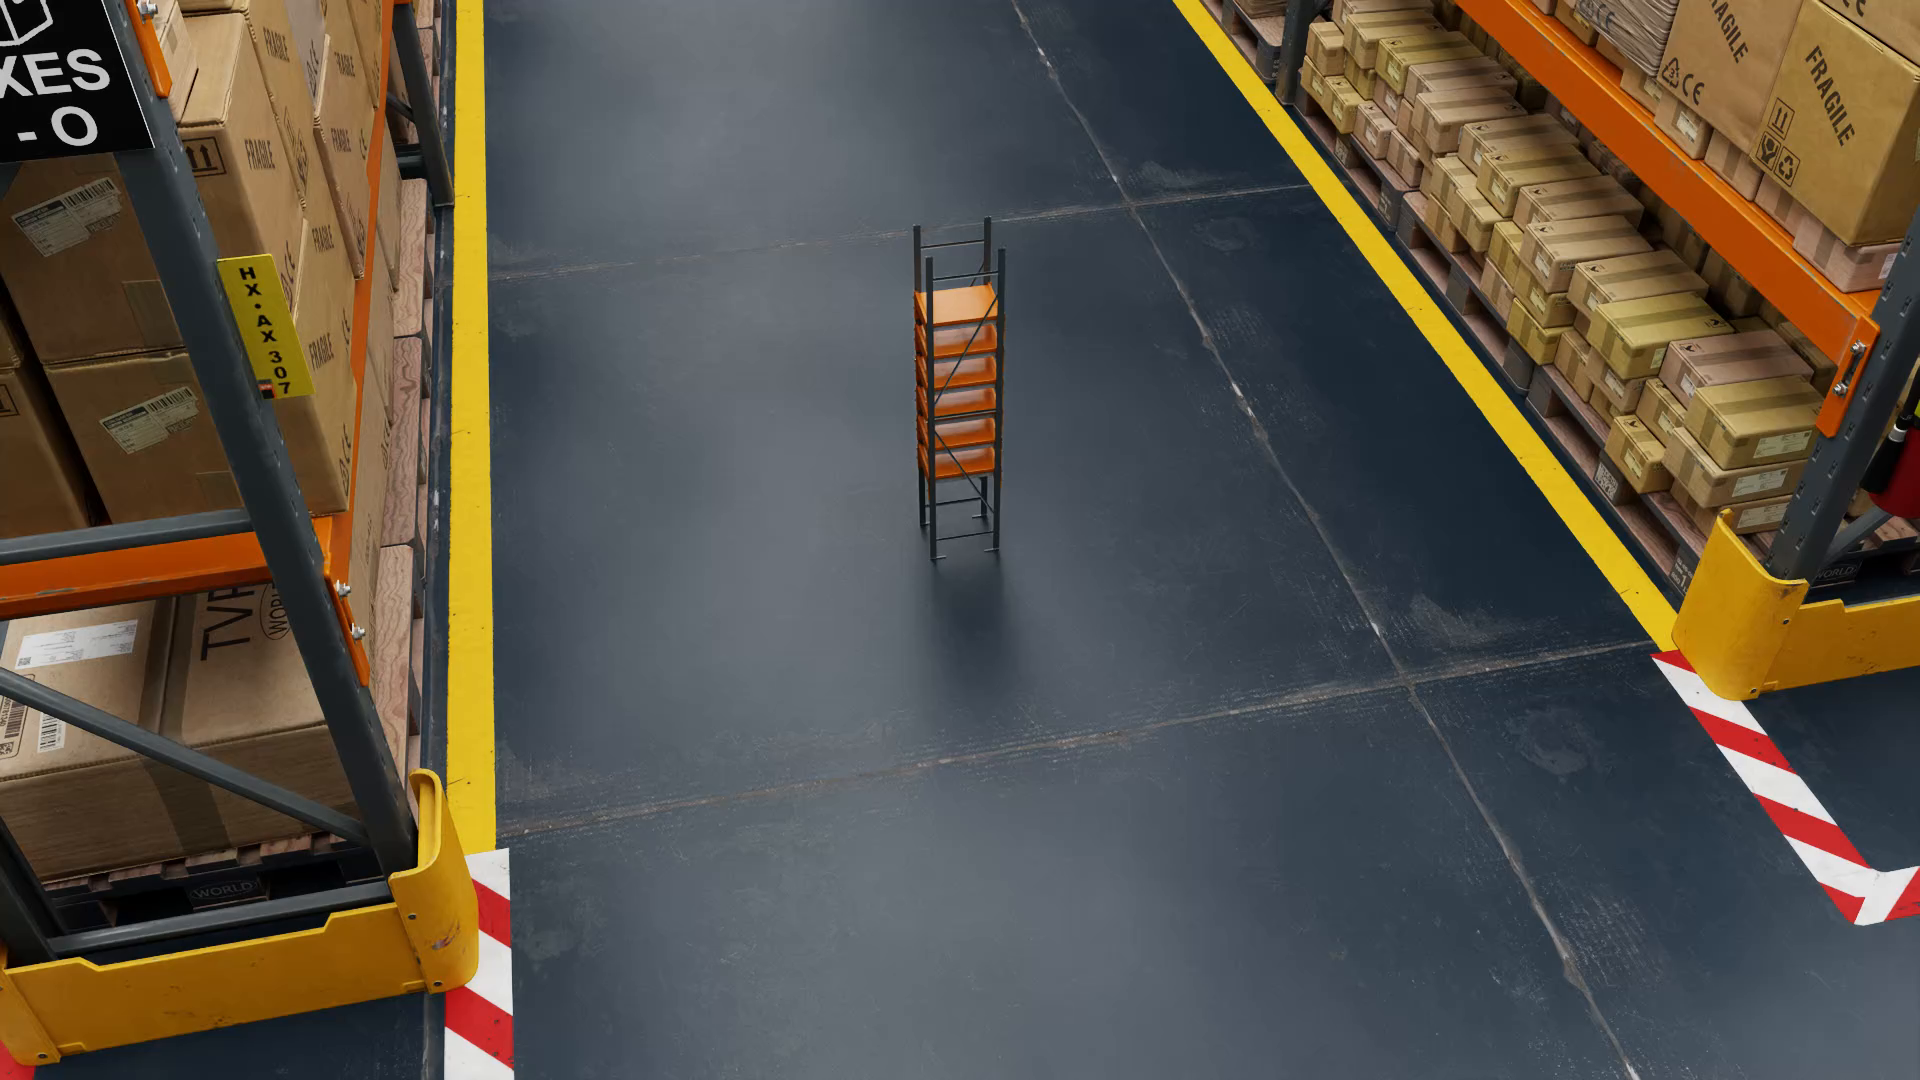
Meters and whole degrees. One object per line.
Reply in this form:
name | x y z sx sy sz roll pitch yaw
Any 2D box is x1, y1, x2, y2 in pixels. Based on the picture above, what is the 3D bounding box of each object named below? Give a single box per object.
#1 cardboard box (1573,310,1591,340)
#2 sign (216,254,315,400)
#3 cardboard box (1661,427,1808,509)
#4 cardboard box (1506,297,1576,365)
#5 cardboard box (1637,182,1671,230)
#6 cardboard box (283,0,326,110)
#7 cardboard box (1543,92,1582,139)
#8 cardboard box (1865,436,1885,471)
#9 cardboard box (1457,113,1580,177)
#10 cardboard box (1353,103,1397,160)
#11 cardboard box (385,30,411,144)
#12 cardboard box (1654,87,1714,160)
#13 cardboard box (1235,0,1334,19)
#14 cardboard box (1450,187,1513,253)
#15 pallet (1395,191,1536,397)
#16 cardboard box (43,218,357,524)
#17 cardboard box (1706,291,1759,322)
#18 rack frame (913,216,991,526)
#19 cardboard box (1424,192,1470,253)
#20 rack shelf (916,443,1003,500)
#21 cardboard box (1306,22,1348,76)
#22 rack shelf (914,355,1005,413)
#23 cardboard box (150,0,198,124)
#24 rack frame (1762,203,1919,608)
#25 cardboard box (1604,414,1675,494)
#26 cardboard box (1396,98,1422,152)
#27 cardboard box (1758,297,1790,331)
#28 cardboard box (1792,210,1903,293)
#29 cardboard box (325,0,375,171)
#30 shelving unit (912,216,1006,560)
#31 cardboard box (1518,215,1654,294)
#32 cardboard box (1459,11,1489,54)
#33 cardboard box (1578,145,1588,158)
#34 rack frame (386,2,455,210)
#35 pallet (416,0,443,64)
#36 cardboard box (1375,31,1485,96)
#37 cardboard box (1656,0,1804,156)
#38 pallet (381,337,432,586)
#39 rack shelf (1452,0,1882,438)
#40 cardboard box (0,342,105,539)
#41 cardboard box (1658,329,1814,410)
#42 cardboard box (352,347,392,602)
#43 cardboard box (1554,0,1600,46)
cardboard box | 2.454 -0.786 5.983 0.380 0.149 0.250 -9 42 -10
sign | -1.350 -0.411 3.242 0.100 0.325 0.005 -8 42 -9
cardboard box | 2.526 -0.260 5.391 0.380 0.149 0.250 -9 42 -10
cardboard box | 2.291 -0.809 6.233 0.380 0.149 0.250 -10 43 -11
cardboard box | 2.834 -1.309 6.348 0.380 0.149 0.250 -8 42 -9
cardboard box | -1.956 -1.412 4.252 0.500 0.500 0.500 -9 42 -10
cardboard box | 2.669 -1.808 6.910 0.380 0.149 0.250 -10 43 -11
cardboard box | 3.056 -0.335 5.475 0.380 0.149 0.250 -7 42 -7
cardboard box | 2.224 -1.559 6.630 0.380 0.149 0.250 -10 43 -11
cardboard box | 1.982 -1.832 7.386 0.380 0.149 0.250 -9 42 -9
cardboard box | -2.969 -2.328 7.397 0.875 0.875 0.875 -7 42 -8
cardboard box | 2.408 -1.323 5.170 0.380 0.149 0.250 -7 42 -8
cardboard box | 1.649 -3.016 8.454 0.500 0.500 0.500 -9 42 -10
cardboard box | 2.164 -1.274 6.533 0.380 0.149 0.250 -8 42 -9
pallet | 2.501 -1.084 6.812 1.003 0.211 1.213 -8 42 -9
cardboard box | -1.716 -0.372 3.834 0.500 0.500 0.500 -9 42 -10
cardboard box | 2.963 -0.849 6.054 0.380 0.149 0.250 -7 42 -8
rack frame | -0.023 -0.517 5.429 0.240 1.200 0.006 -8 42 -9
cardboard box | 2.140 -1.323 6.812 0.380 0.149 0.250 -9 42 -10
rack shelf | -0.003 -0.245 5.551 0.258 0.103 0.180 -8 42 -9
cardboard box | 1.821 -2.271 7.656 0.380 0.149 0.250 -7 42 -7
rack shelf | -0.003 -0.515 5.312 0.258 0.103 0.180 -8 42 -9
cardboard box | -1.700 -0.906 3.194 0.380 0.149 0.250 -8 42 -8
rack frame | 2.918 -0.757 4.343 1.000 3.000 0.127 -8 42 -9
cardboard box | 2.447 -0.311 5.672 0.380 0.149 0.250 -7 42 -8
cardboard box | 2.106 -1.792 7.116 0.380 0.149 0.250 -10 43 -11
cardboard box | 3.031 -0.802 5.777 0.380 0.149 0.250 -8 42 -9
cardboard box | 2.572 -0.834 4.619 0.380 0.149 0.250 -8 42 -9
cardboard box | -2.069 -1.350 4.936 0.500 0.500 0.500 -7 42 -8
shelving unit | -0.003 -0.458 5.362 0.258 1.200 0.189 -8 42 -9
cardboard box | 2.272 -1.041 6.046 0.380 0.149 0.250 -7 42 -8
cardboard box | 2.480 -2.310 7.476 0.380 0.149 0.250 -8 42 -9
cardboard box | 2.650 -1.533 6.824 0.380 0.149 0.250 -10 43 -11
rack frame | -2.757 -2.575 6.391 1.000 3.000 0.127 -8 42 -9
pallet | -3.264 -2.814 8.761 1.003 0.211 1.213 -8 42 -9
cardboard box | 2.031 -2.066 7.201 0.380 0.149 0.250 -9 42 -10
cardboard box | 2.464 -1.495 4.875 0.500 0.500 0.500 -9 42 -10
pallet | -2.402 -0.236 5.856 1.003 0.211 1.213 -8 42 -9
rack shelf | 2.487 -1.784 6.042 1.077 0.370 4.000 -8 42 -9
cardboard box | -2.256 -0.294 3.747 0.500 0.500 0.500 -8 42 -9
cardboard box | 2.558 -0.548 5.491 0.380 0.149 0.250 -8 42 -8
cardboard box | -2.339 -0.186 5.314 0.875 0.438 0.875 -7 42 -8
cardboard box | 2.307 -1.851 5.765 0.380 0.149 0.250 -8 42 -9
